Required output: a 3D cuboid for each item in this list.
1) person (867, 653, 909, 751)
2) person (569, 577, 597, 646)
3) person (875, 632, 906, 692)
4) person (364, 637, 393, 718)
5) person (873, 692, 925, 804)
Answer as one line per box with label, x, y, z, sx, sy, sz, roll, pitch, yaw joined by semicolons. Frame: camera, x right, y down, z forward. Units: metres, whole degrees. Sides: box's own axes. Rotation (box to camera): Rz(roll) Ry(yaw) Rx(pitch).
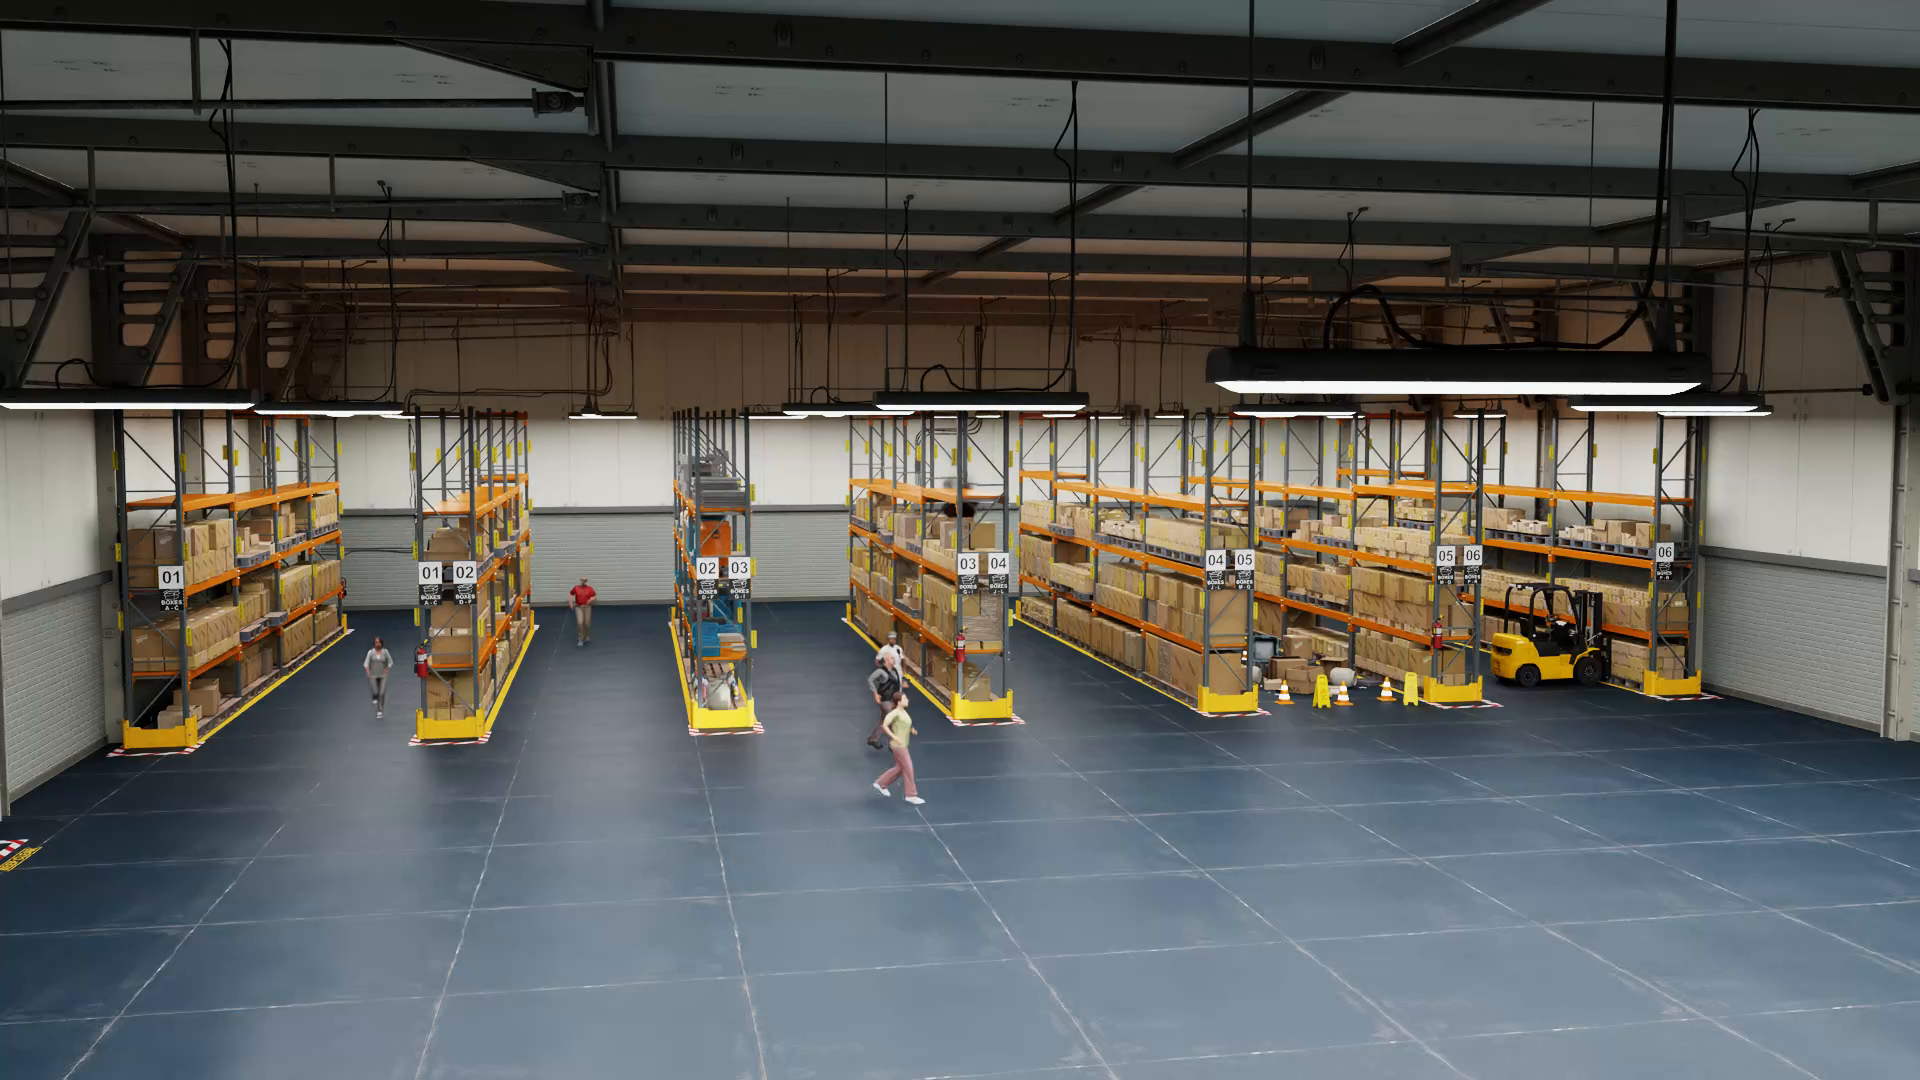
person;-1.256;2.830;28.747;0.783;1.782;0.642;1;4;18
person;-9.697;1.835;42.823;0.675;1.800;0.774;-1;4;-18
person;-1.353;2.594;32.306;0.611;1.658;0.723;-2;4;-24
person;-11.286;2.658;32.291;0.538;1.557;0.549;-1;4;-20
person;-0.925;3.108;25.004;0.831;1.676;0.580;1;4;14
